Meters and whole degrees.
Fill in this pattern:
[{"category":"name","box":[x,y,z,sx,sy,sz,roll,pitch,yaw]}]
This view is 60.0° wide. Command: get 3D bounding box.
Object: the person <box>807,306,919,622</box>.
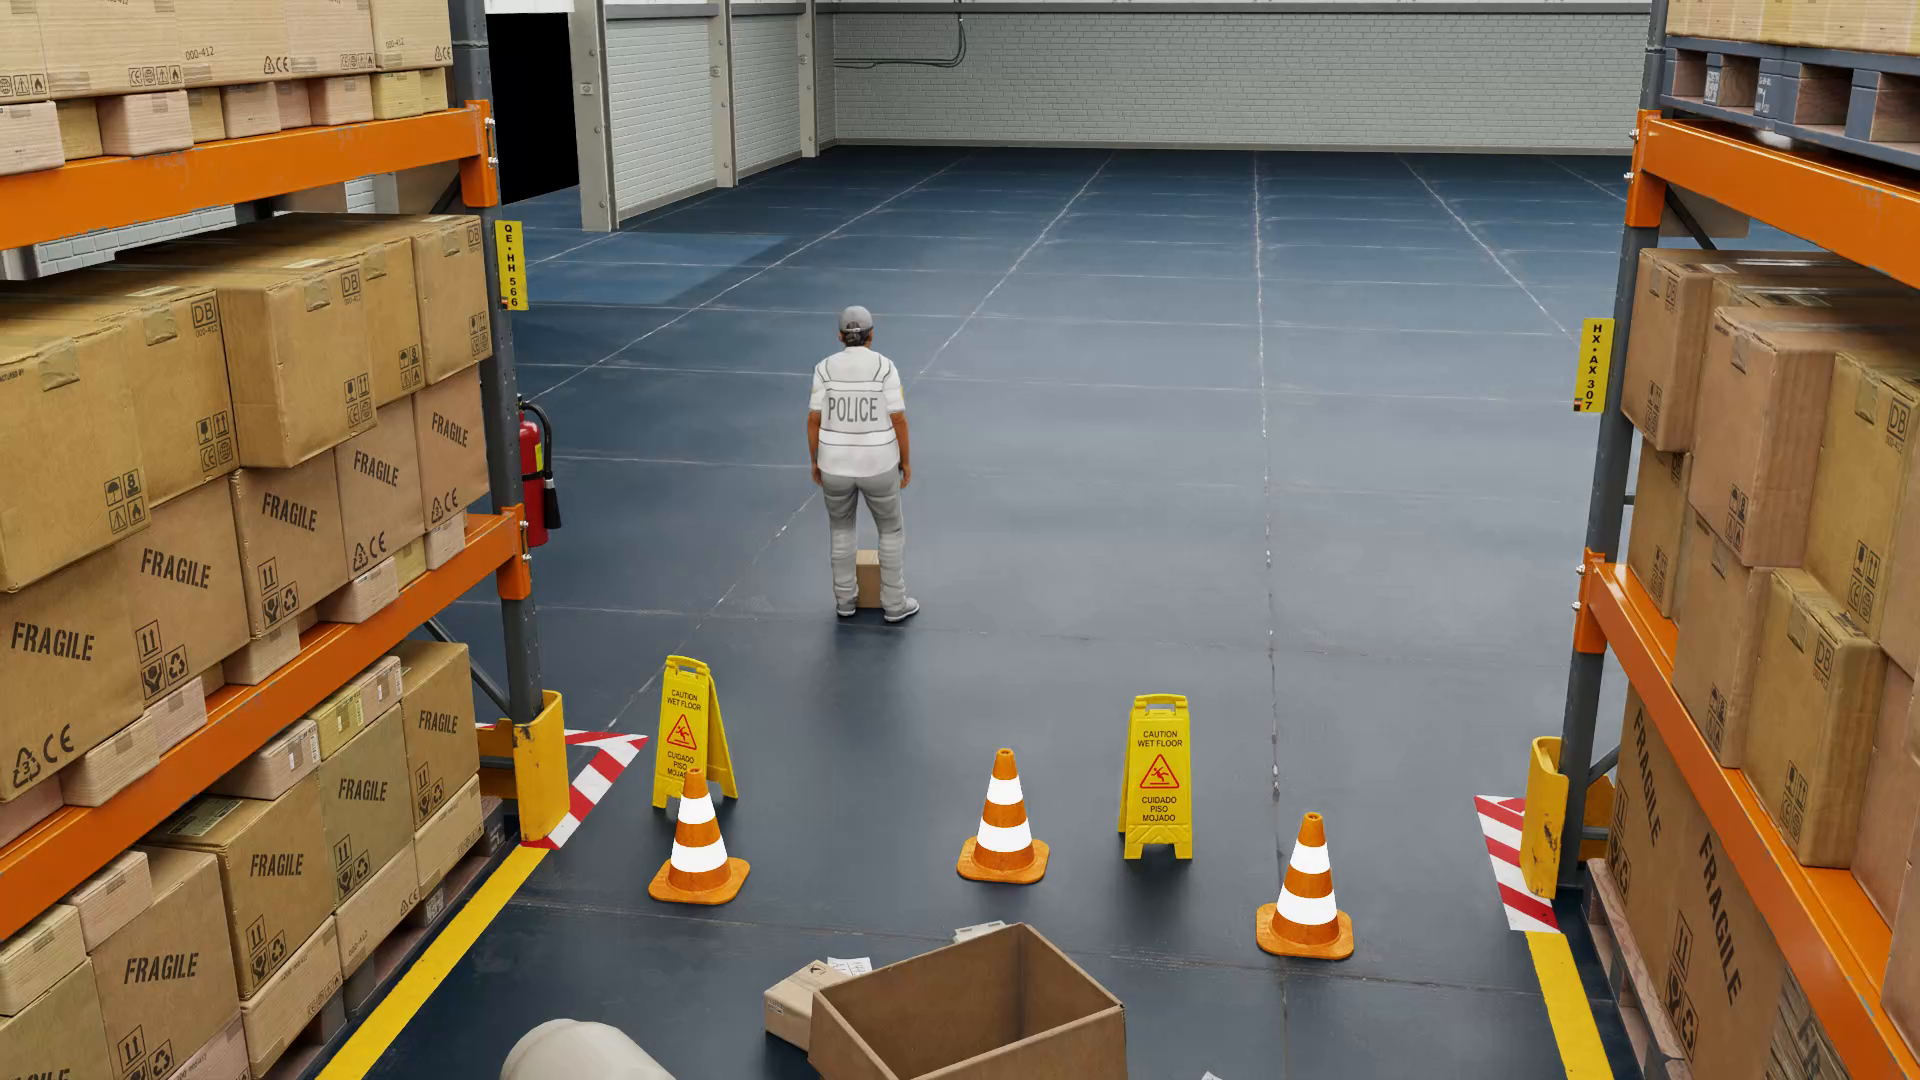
[{"category":"person","box":[-0.512,-0.393,8.752,0.559,1.667,0.467,2,18,7]}]
